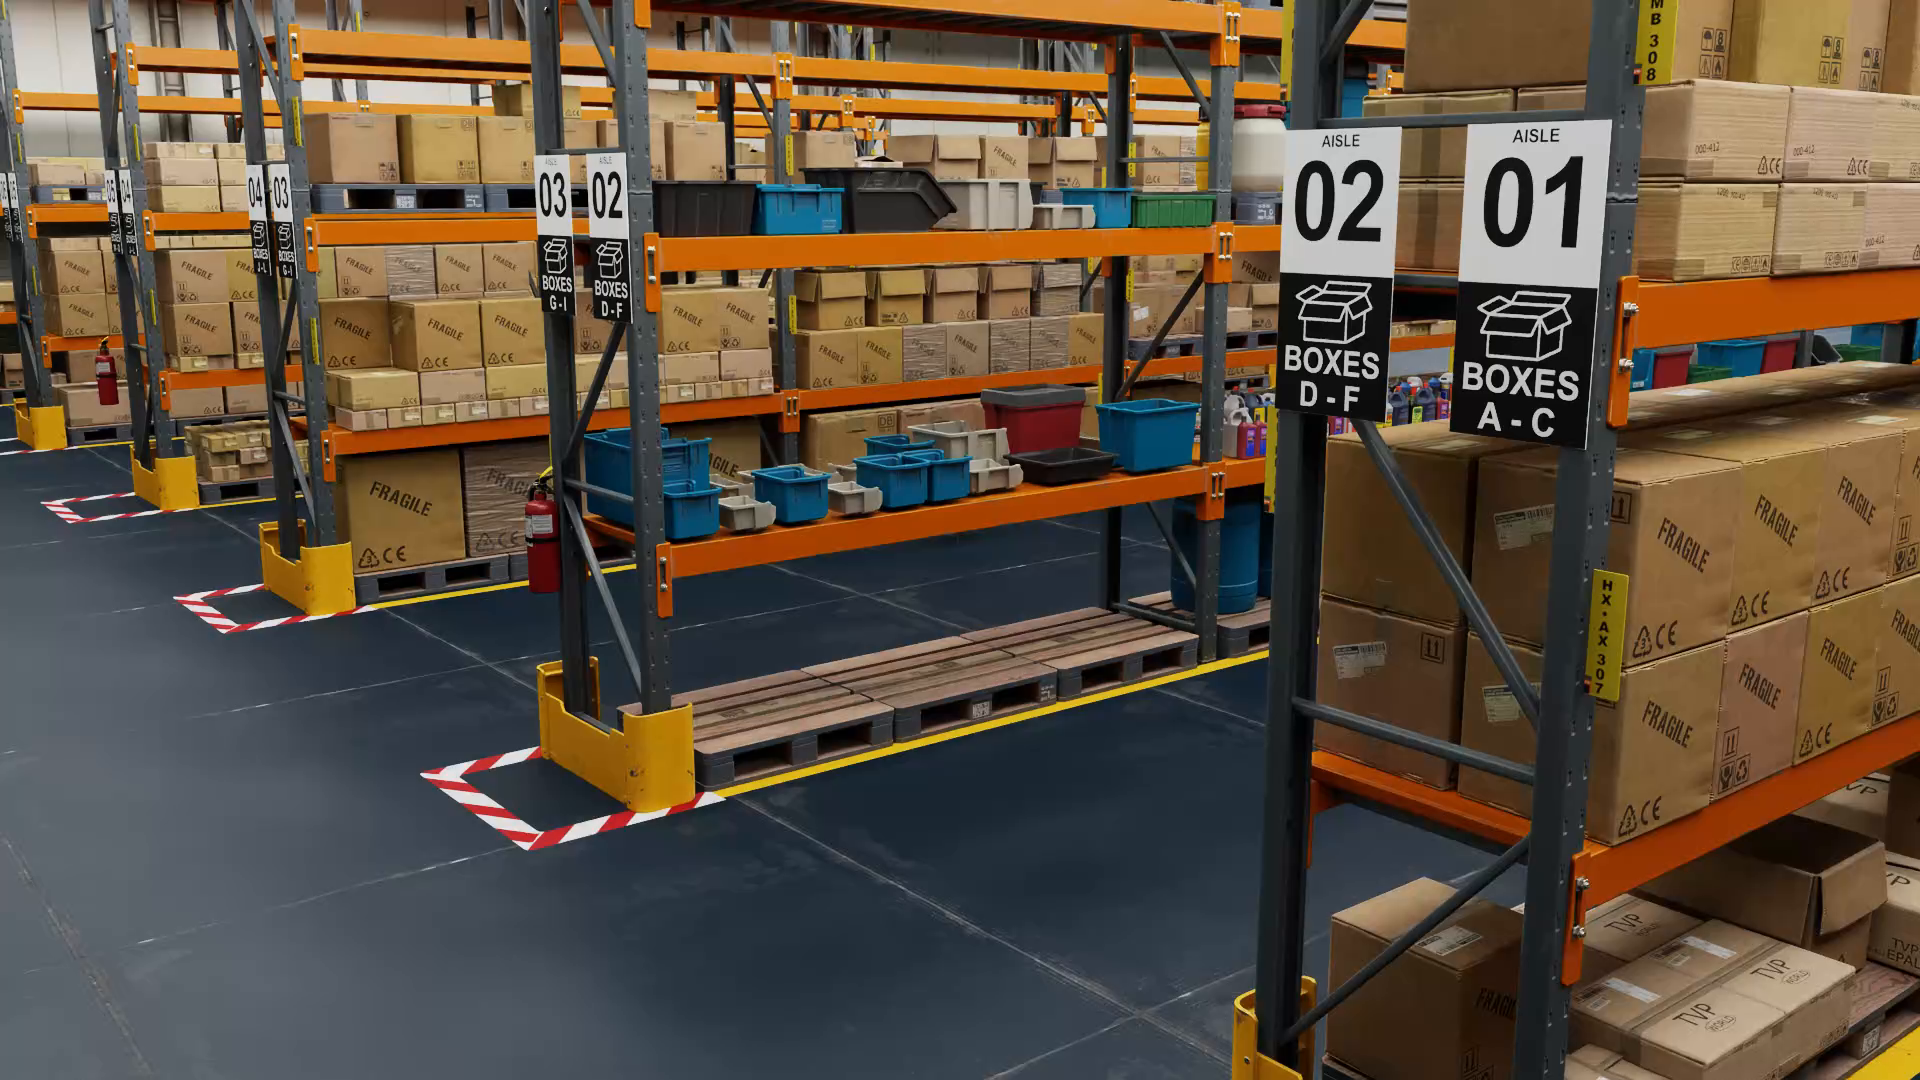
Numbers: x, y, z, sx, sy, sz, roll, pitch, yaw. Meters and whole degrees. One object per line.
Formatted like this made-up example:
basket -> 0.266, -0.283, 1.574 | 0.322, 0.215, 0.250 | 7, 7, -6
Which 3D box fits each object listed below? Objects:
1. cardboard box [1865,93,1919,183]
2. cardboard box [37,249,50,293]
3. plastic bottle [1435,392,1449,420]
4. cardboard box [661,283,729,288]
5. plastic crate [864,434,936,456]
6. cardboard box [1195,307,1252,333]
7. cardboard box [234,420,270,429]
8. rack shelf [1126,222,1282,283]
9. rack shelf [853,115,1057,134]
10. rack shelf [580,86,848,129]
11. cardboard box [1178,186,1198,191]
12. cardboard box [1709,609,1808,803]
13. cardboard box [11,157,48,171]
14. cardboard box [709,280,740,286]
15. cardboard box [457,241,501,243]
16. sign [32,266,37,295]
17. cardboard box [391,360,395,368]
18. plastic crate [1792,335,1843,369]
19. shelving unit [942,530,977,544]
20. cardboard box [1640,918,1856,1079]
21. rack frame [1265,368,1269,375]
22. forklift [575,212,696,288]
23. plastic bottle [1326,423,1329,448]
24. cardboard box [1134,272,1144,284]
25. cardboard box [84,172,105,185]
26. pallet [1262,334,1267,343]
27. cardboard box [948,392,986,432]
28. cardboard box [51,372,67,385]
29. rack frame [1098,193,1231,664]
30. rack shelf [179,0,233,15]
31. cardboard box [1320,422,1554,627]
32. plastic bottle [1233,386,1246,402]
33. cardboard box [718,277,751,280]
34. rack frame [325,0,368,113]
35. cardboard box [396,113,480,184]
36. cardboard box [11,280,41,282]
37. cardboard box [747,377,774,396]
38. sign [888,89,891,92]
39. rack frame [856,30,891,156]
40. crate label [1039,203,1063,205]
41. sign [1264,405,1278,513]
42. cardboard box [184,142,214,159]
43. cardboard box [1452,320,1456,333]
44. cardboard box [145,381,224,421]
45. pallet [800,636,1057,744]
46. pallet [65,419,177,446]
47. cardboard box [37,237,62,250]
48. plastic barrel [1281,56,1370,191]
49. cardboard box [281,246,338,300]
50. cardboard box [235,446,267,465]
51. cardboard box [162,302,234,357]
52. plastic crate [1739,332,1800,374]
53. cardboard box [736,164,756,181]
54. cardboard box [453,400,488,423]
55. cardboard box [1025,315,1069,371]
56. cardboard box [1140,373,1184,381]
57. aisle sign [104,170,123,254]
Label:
cardboard box -> 2.631, -1.217, 5.075 | 0.500, 0.250, 0.500 | -9, 15, -38
cardboard box -> -10.862, -3.278, 20.198 | 0.500, 0.500, 0.500 | -9, 15, -36
plastic bottle -> 3.500, -0.939, 12.112 | 0.133, 0.283, 0.061 | -9, 15, -38
cardboard box -> -2.309, -1.969, 14.520 | 0.500, 0.500, 0.500 | -9, 15, -38
plastic crate -> -0.362, -0.484, 9.945 | 0.300, 0.233, 0.416 | -9, 15, -38
cardboard box -> 2.800, -2.382, 17.975 | 0.500, 0.250, 0.500 | -10, 16, -39
cardboard box -> -7.309, -1.139, 17.189 | 0.250, 0.149, 0.380 | -10, 15, -39
rack shelf -> 2.880, -2.122, 11.912 | 4.000, 0.370, 1.077 | -9, 15, -38
rack shelf -> -0.158, -7.037, 27.843 | 4.000, 0.370, 1.077 | -9, 15, -38
rack shelf -> -3.234, -5.015, 19.276 | 4.000, 0.370, 1.077 | -9, 15, -38
cardboard box -> 2.275, -3.550, 17.265 | 0.500, 0.250, 0.500 | -9, 15, -36
cardboard box -> 2.197, 0.444, 5.076 | 0.500, 0.500, 0.500 | -10, 15, -38
cardboard box -> -13.282, -5.307, 23.622 | 0.500, 0.250, 0.500 | -10, 15, -38
cardboard box -> -2.779, -2.956, 19.488 | 0.250, 0.149, 0.380 | -9, 15, -35
cardboard box -> -5.300, -3.033, 18.326 | 0.500, 0.500, 0.500 | -9, 15, -36
sign -> -10.748, -3.010, 19.310 | 0.005, 0.325, 0.100 | -9, 15, -38
cardboard box -> -4.290, -1.276, 13.059 | 0.500, 0.250, 0.500 | -10, 15, -39
plastic crate -> 8.053, -1.802, 16.045 | 0.504, 0.338, 0.767 | -9, 15, -38
shelving unit -> -0.006, -0.439, 14.530 | 0.210, 0.900, 0.258 | -9, 15, -38
cardboard box -> 2.669, 1.551, 5.664 | 0.500, 0.250, 0.500 | -9, 15, -38
rack frame -> 4.575, -3.925, 25.894 | 0.127, 3.000, 1.000 | -9, 15, -38
forklift -> -3.055, -1.956, 16.782 | 1.130, 2.935, 3.031 | 3, 12, 15
plastic bottle -> 2.463, -0.732, 11.332 | 0.097, 0.201, 0.097 | 0, 12, 0
cardboard box -> 2.147, -3.605, 24.022 | 0.550, 0.550, 0.875 | -9, 15, -38
cardboard box -> -10.517, -4.378, 20.157 | 0.250, 0.149, 0.380 | -11, 16, -42
pallet -> 3.783, -2.419, 19.263 | 1.213, 0.211, 1.003 | -9, 15, -38
cardboard box -> 0.095, -1.035, 16.387 | 0.875, 0.875, 1.225 | -9, 15, -37
cardboard box -> -13.301, -2.367, 24.408 | 0.250, 0.149, 0.380 | -10, 16, -40
rack frame -> 1.318, -0.747, 10.927 | 0.127, 3.000, 1.000 | -9, 15, -38
rack shelf -> -12.632, -7.912, 23.953 | 4.000, 0.370, 1.077 | -9, 15, -38
cardboard box -> 1.462, -0.065, 5.065 | 0.500, 0.500, 0.500 | -10, 15, -38
plastic bottle -> 1.976, -0.920, 11.857 | 0.185, 0.351, 0.144 | -9, 15, -38
cardboard box -> -2.763, -3.132, 20.317 | 0.250, 0.149, 0.380 | -10, 16, -40
rack frame -> -7.967, -6.093, 21.657 | 0.127, 3.000, 1.000 | -9, 15, -38
cardboard box -> -4.012, -2.932, 12.501 | 0.500, 0.500, 0.700 | -10, 16, -40
cardboard box -> -13.597, -3.685, 24.407 | 0.500, 0.250, 0.500 | -9, 15, -37
cardboard box -> -1.809, -1.335, 14.300 | 0.250, 0.149, 0.380 | -9, 15, -37
sign -> -1.372, -8.860, 32.251 | 0.005, 0.325, 0.100 | -9, 15, -38
rack frame -> -1.700, -8.454, 32.779 | 0.127, 3.000, 1.000 | -9, 15, -38
crate label -> 0.756, -2.069, 10.565 | 0.466, 0.136, 0.293 | -9, 15, -38
sign -> 0.955, -0.238, 4.980 | 0.005, 0.325, 0.100 | -9, 15, -38
cardboard box -> -7.313, -3.718, 15.893 | 0.250, 0.149, 0.380 | -9, 15, -35
cardboard box -> 5.990, -2.642, 20.454 | 0.250, 0.149, 0.380 | -9, 15, -38
cardboard box -> -9.928, -1.813, 21.103 | 0.875, 0.438, 0.875 | -9, 15, -36
pallet -> -0.185, 0.877, 9.988 | 1.213, 0.211, 1.003 | -9, 15, -38
pallet -> -10.515, -1.391, 20.674 | 1.213, 0.211, 1.003 | -9, 15, -38
cardboard box -> -10.935, -3.573, 20.026 | 0.250, 0.149, 0.380 | -9, 15, -37
plastic barrel -> 2.556, -2.912, 11.680 | 0.708, 0.901, 0.600 | -9, 15, -38
cardboard box -> -6.592, -2.678, 16.657 | 0.500, 0.500, 0.500 | -10, 15, -39
cardboard box -> -7.100, -0.858, 16.586 | 0.250, 0.149, 0.380 | -10, 15, -38
cardboard box -> -7.396, -2.057, 16.138 | 0.500, 0.500, 0.500 | -9, 15, -35
plastic crate -> 7.378, -1.704, 15.280 | 0.583, 0.464, 0.402 | -9, 15, -38
cardboard box -> -2.734, -4.157, 19.522 | 0.500, 0.500, 0.500 | -9, 15, -38
cardboard box -> -3.814, -1.002, 12.732 | 0.250, 0.149, 0.380 | -10, 15, -39
cardboard box -> 0.724, -1.951, 16.353 | 0.500, 0.500, 0.500 | -10, 15, -38
cardboard box -> 2.688, -2.760, 24.511 | 0.875, 0.875, 0.875 | -9, 15, -37
aisle sign -> -8.163, -3.160, 16.031 | 0.004, 0.787, 0.394 | -9, 15, -38
